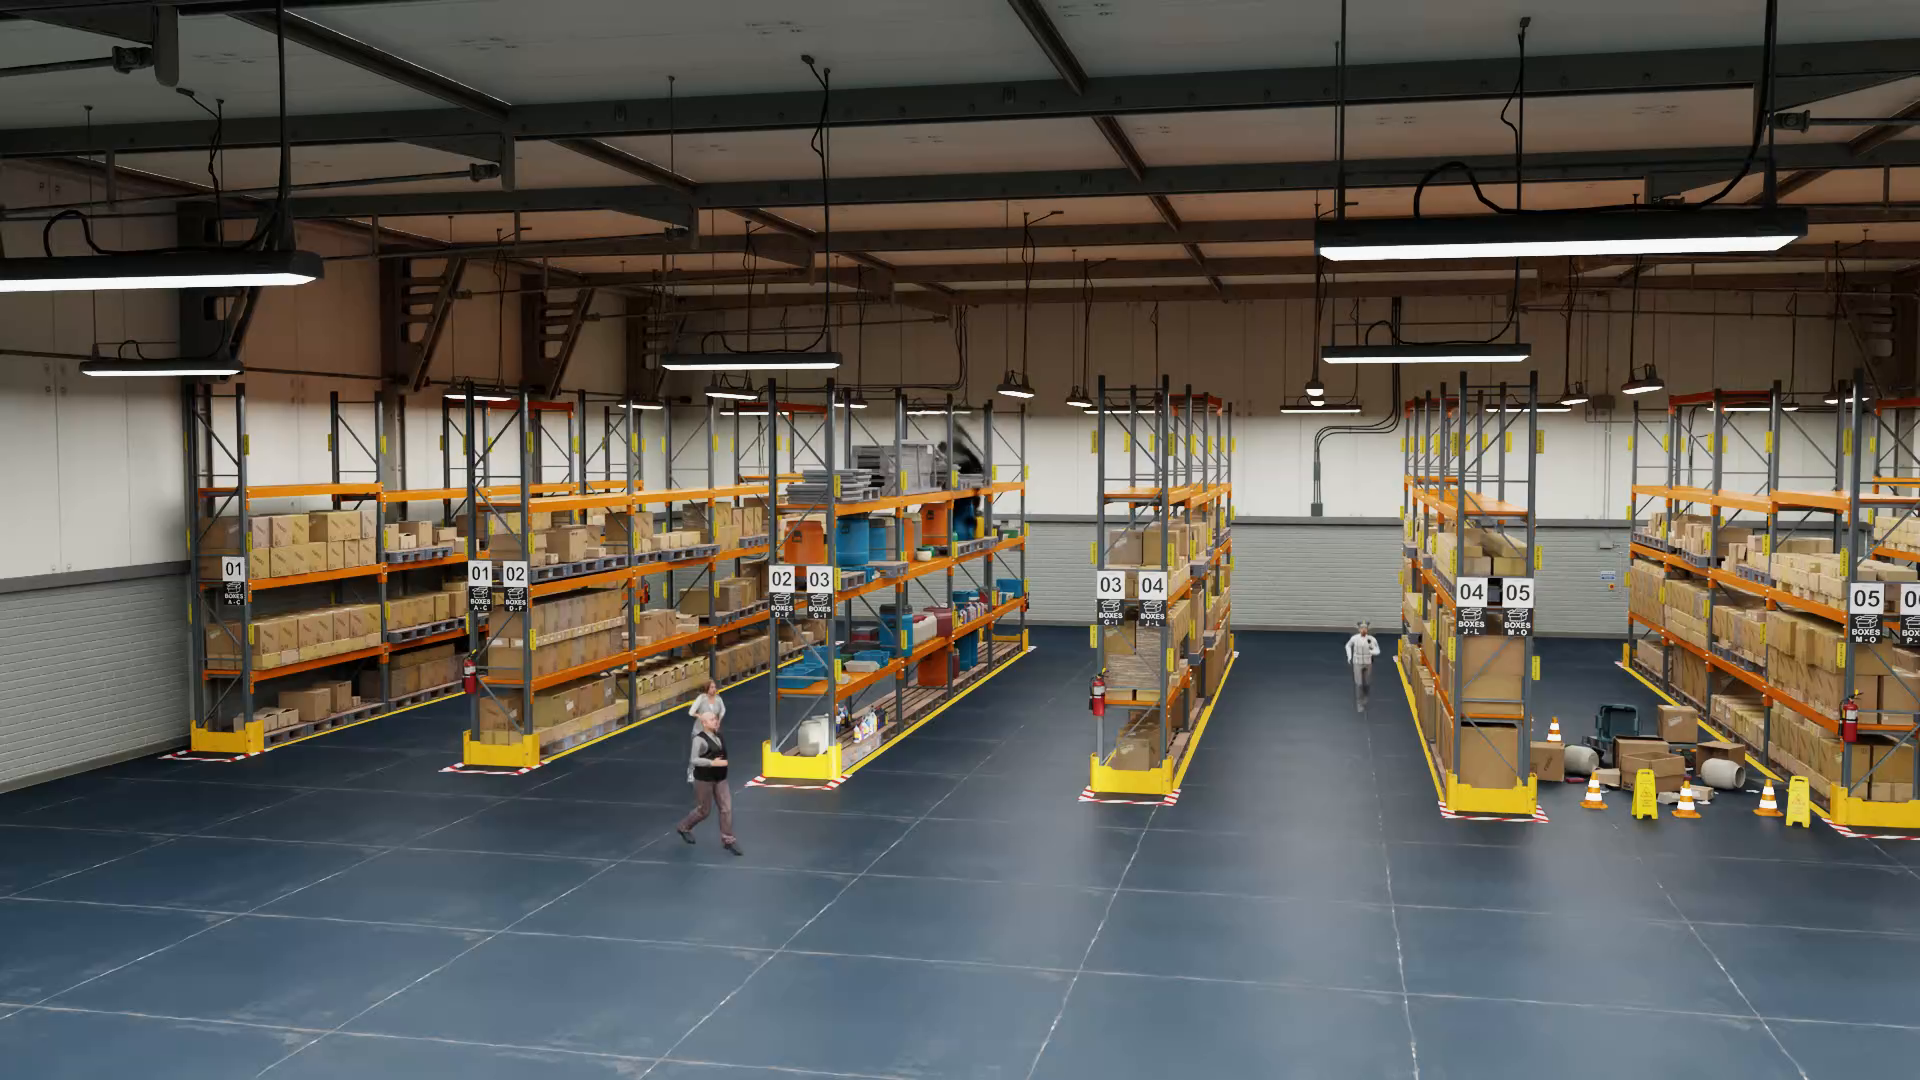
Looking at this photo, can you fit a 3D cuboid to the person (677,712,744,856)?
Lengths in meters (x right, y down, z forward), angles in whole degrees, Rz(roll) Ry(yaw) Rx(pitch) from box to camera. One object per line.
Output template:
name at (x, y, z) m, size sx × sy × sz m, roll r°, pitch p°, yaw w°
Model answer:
person at (-3.071, 2.965, 20.370) m, size 0.954 × 1.737 × 0.658 m, roll 2°, pitch 4°, yaw 33°

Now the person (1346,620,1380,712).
person at (7.583, 2.344, 31.295) m, size 0.611 × 1.681 × 0.921 m, roll 1°, pitch 3°, yaw 9°

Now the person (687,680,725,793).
person at (-3.695, 2.829, 24.252) m, size 0.564 × 1.605 × 0.686 m, roll -1°, pitch 3°, yaw -12°
